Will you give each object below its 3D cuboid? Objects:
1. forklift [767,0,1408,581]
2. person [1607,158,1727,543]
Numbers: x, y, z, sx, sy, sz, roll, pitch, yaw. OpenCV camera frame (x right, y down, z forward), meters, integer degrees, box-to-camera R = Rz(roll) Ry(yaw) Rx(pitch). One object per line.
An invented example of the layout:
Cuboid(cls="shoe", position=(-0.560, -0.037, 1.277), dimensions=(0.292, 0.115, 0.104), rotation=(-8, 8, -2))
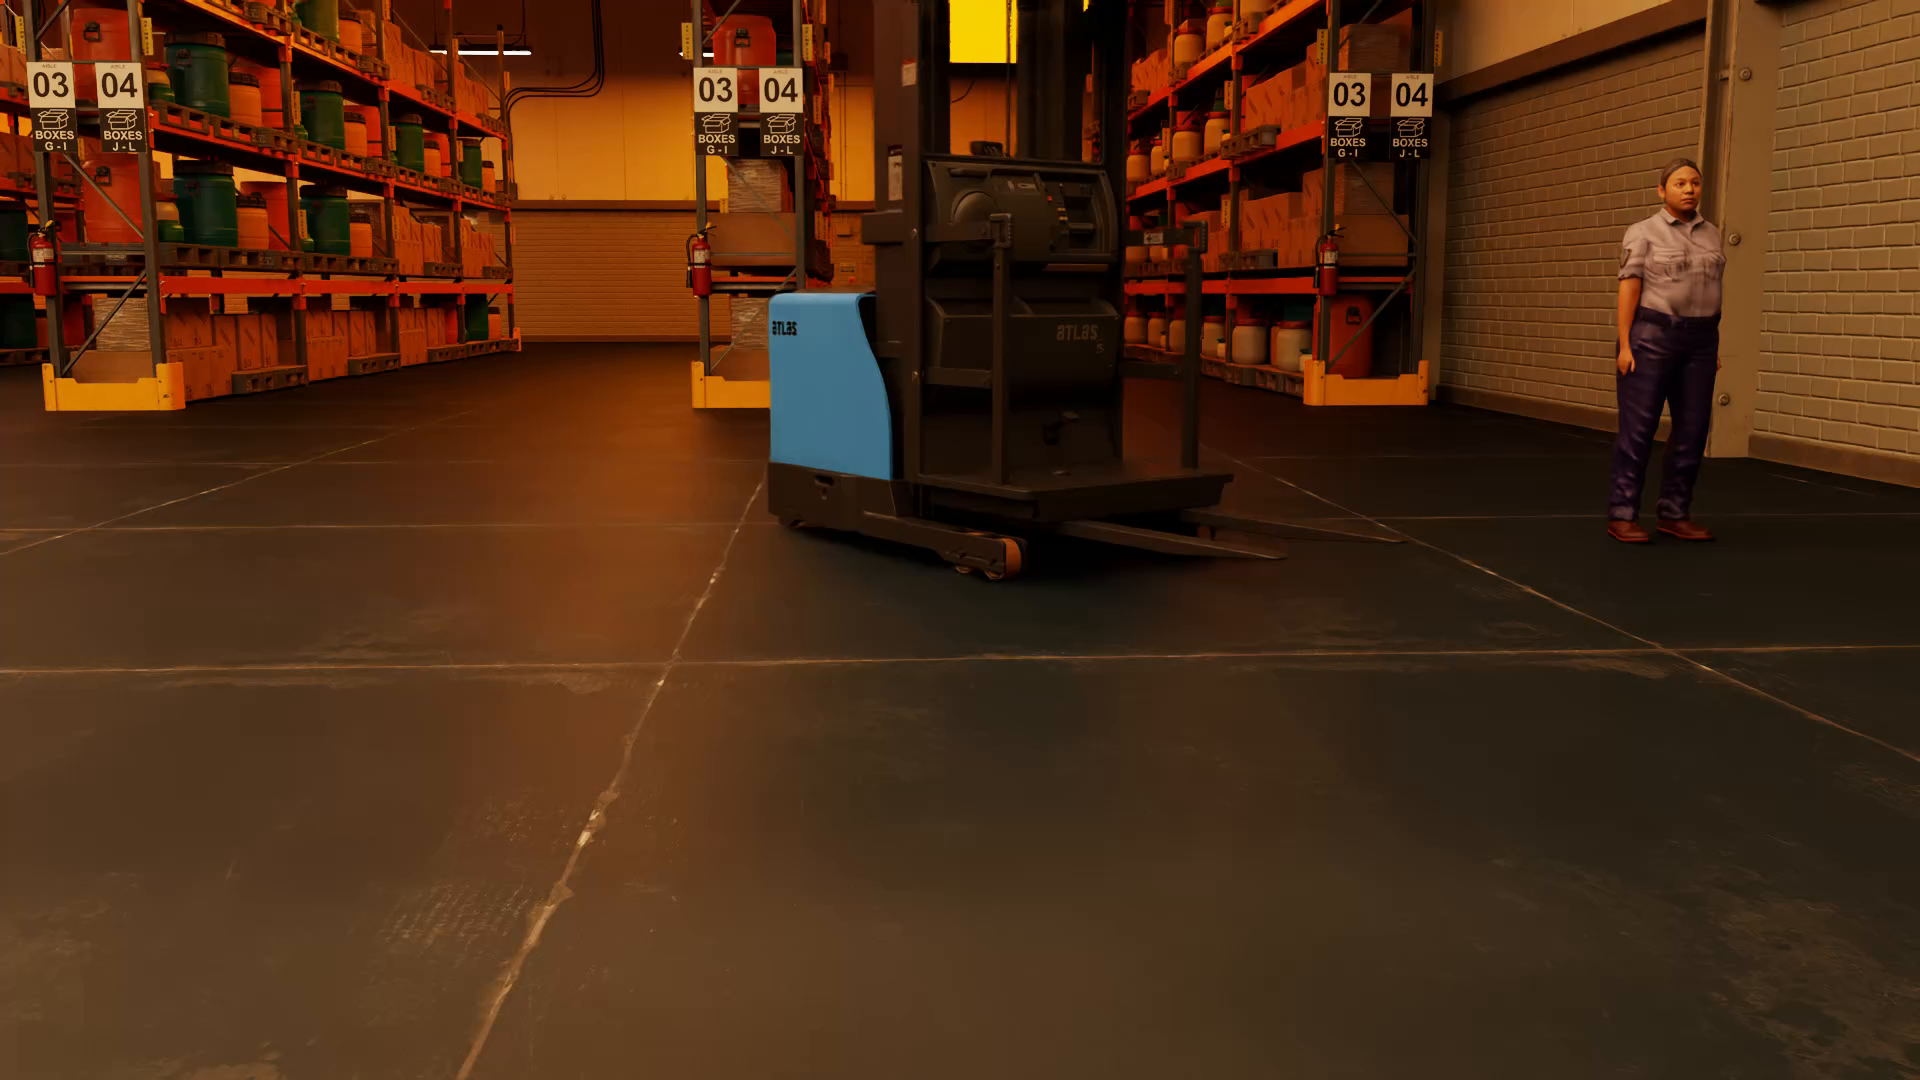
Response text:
Cuboid(cls="forklift", position=(0.392, -1.377, 6.603), dimensions=(1.130, 2.935, 3.031), rotation=(-6, 10, -36))
Cuboid(cls="person", position=(3.101, -0.823, 7.256), dimensions=(0.482, 1.653, 0.353), rotation=(-2, 9, -11))
